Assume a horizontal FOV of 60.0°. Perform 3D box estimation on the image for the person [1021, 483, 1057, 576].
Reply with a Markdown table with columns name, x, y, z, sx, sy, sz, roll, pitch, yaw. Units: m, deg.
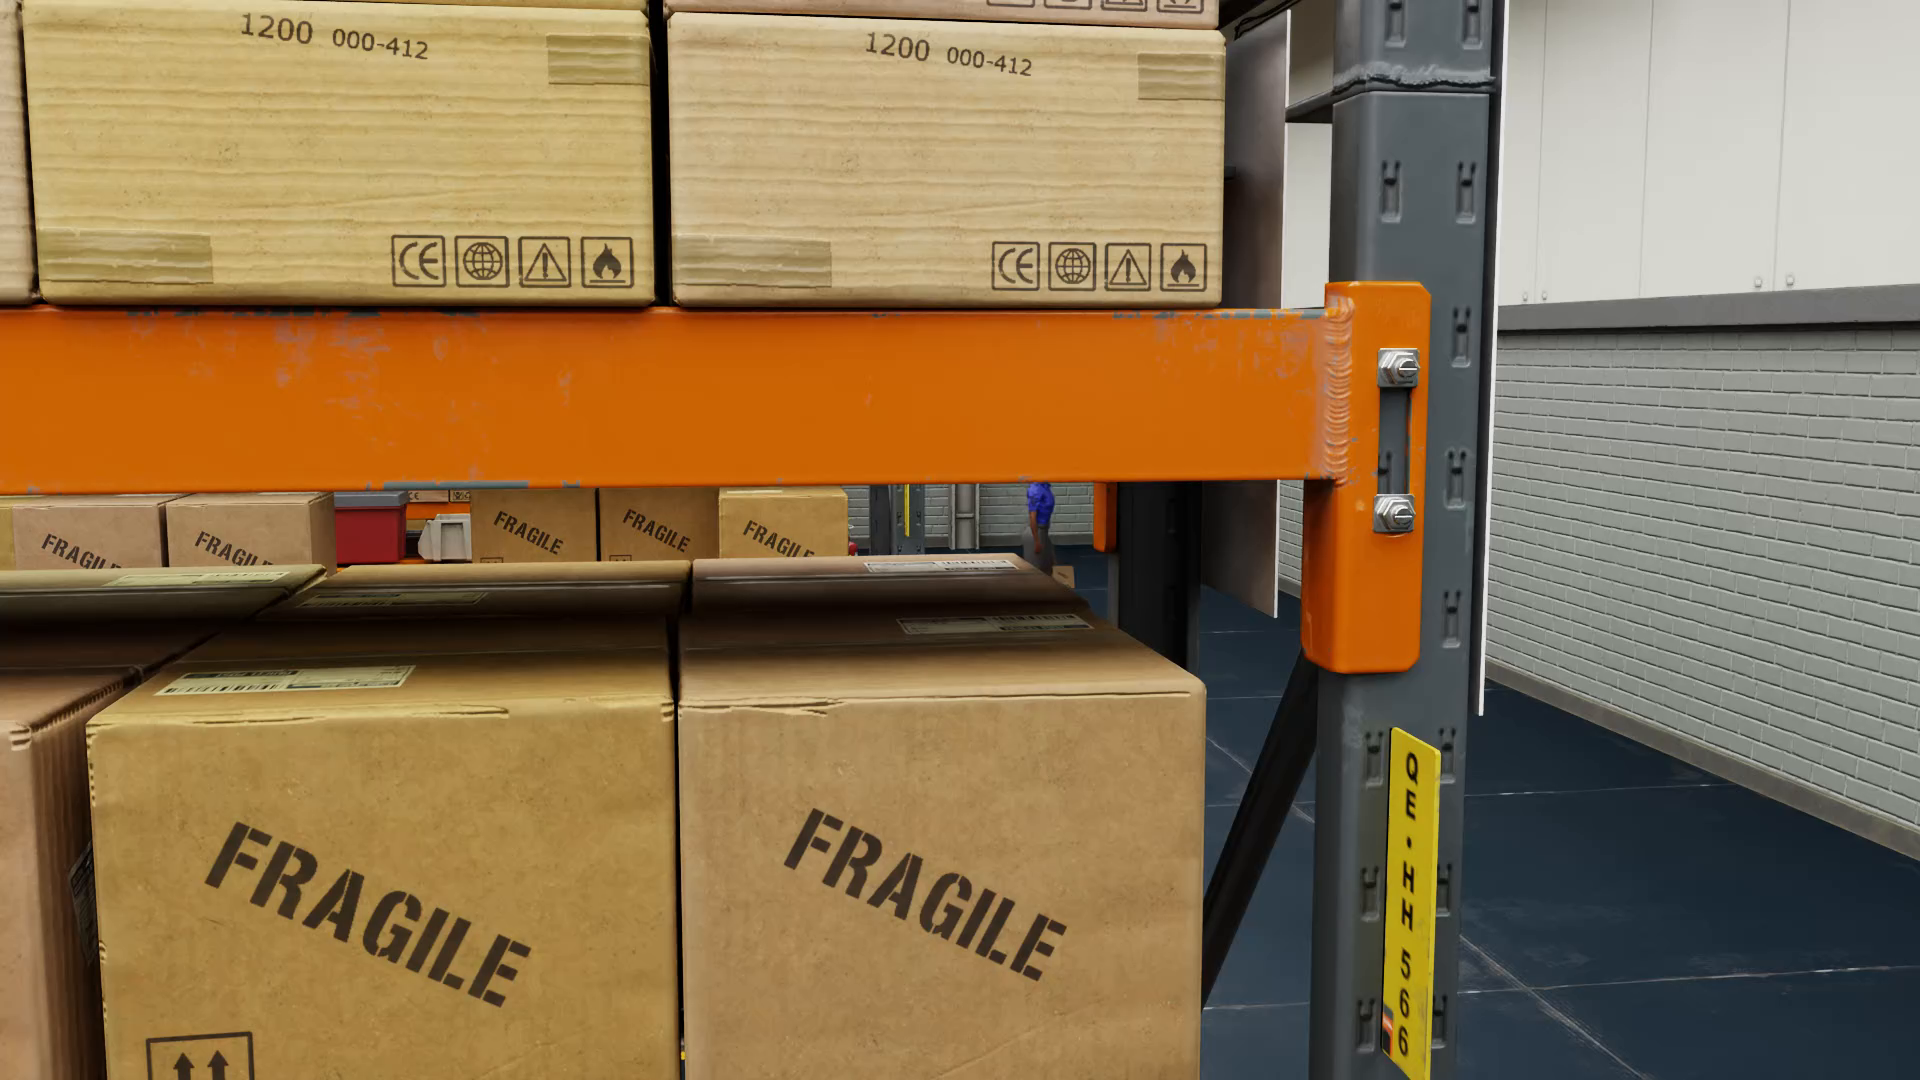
| name | x | y | z | sx | sy | sz | roll | pitch | yaw |
| --- | --- | --- | --- | --- | --- | --- | --- | --- | --- |
| person | 0.735 | -0.018 | 17.002 | 0.490 | 1.658 | 0.511 | 2 | 7 | 16 |
